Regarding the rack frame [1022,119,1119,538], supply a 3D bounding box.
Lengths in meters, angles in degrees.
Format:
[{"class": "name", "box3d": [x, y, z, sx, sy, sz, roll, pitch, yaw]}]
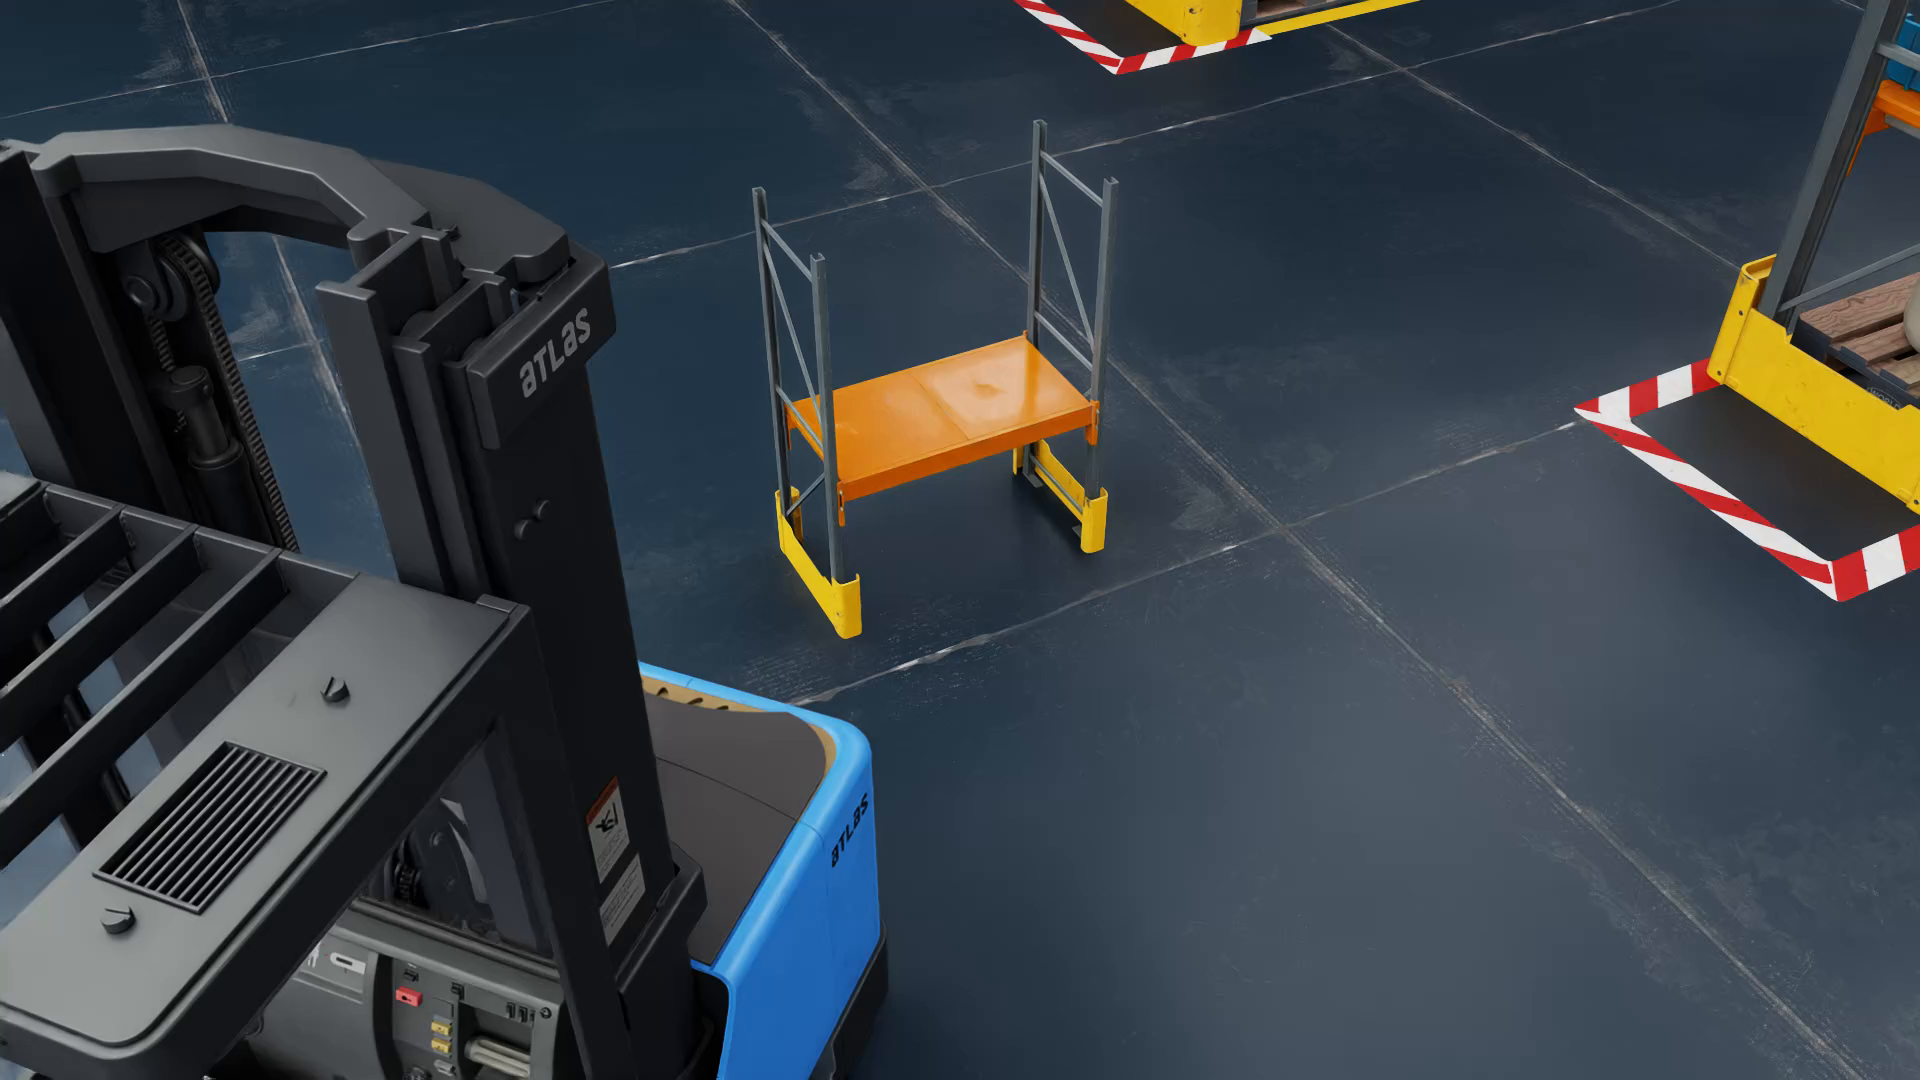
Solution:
[{"class": "rack frame", "box3d": [0.375, -0.699, 5.915, 0.032, 1.500, 0.500, -19, 44, -21]}]

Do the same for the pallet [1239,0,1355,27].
[{"class": "pallet", "box3d": [1.913, -3.568, 10.302, 1.213, 0.211, 1.003, -19, 44, -21]}]

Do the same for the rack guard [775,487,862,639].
[{"class": "rack guard", "box3d": [-0.509, 0.076, 5.967, 0.087, 0.250, 0.587, -19, 44, -21]}]

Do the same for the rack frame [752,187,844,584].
[{"class": "rack frame", "box3d": [-0.527, -0.395, 5.556, 0.032, 1.500, 0.500, -19, 44, -21]}]

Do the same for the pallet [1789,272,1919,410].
[{"class": "pallet", "box3d": [4.308, -0.765, 6.991, 1.213, 0.211, 1.003, -19, 44, -21]}]

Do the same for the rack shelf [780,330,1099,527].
[{"class": "rack shelf", "box3d": [-0.076, -0.410, 5.852, 1.000, 0.185, 0.538, -19, 44, -21]}]

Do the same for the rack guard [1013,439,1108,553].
[{"class": "rack guard", "box3d": [0.374, -0.221, 6.318, 0.087, 0.250, 0.587, -19, 44, -21]}]

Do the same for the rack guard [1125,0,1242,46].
[{"class": "rack guard", "box3d": [1.233, -3.419, 9.902, 0.348, 0.500, 1.175, -19, 44, -21]}]

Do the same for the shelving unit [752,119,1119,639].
[{"class": "shelving unit", "box3d": [-0.068, -0.550, 5.739, 1.083, 1.500, 0.587, -19, 44, -21]}]

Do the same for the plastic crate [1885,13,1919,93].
[{"class": "plastic crate", "box3d": [3.845, -1.805, 6.175, 0.616, 0.251, 0.499, -19, 44, -21]}]

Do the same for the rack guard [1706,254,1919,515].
[{"class": "rack guard", "box3d": [3.585, -0.636, 6.615, 0.348, 0.500, 1.175, -19, 44, -21]}]

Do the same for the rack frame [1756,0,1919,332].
[{"class": "rack frame", "box3d": [3.539, -1.541, 5.748, 0.127, 3.000, 1.000, -19, 44, -21]}]

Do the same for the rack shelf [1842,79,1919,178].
[{"class": "rack shelf", "box3d": [5.313, -1.863, 6.686, 4.000, 0.370, 1.077, -19, 44, -21]}]

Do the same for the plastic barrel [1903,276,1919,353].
[{"class": "plastic barrel", "box3d": [4.087, -0.991, 6.700, 0.421, 0.512, 0.421, 0, 40, 0]}]

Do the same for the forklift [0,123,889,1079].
[{"class": "forklift", "box3d": [-1.206, 0.933, 2.879, 1.130, 2.935, 3.031, 14, 42, 16]}]
